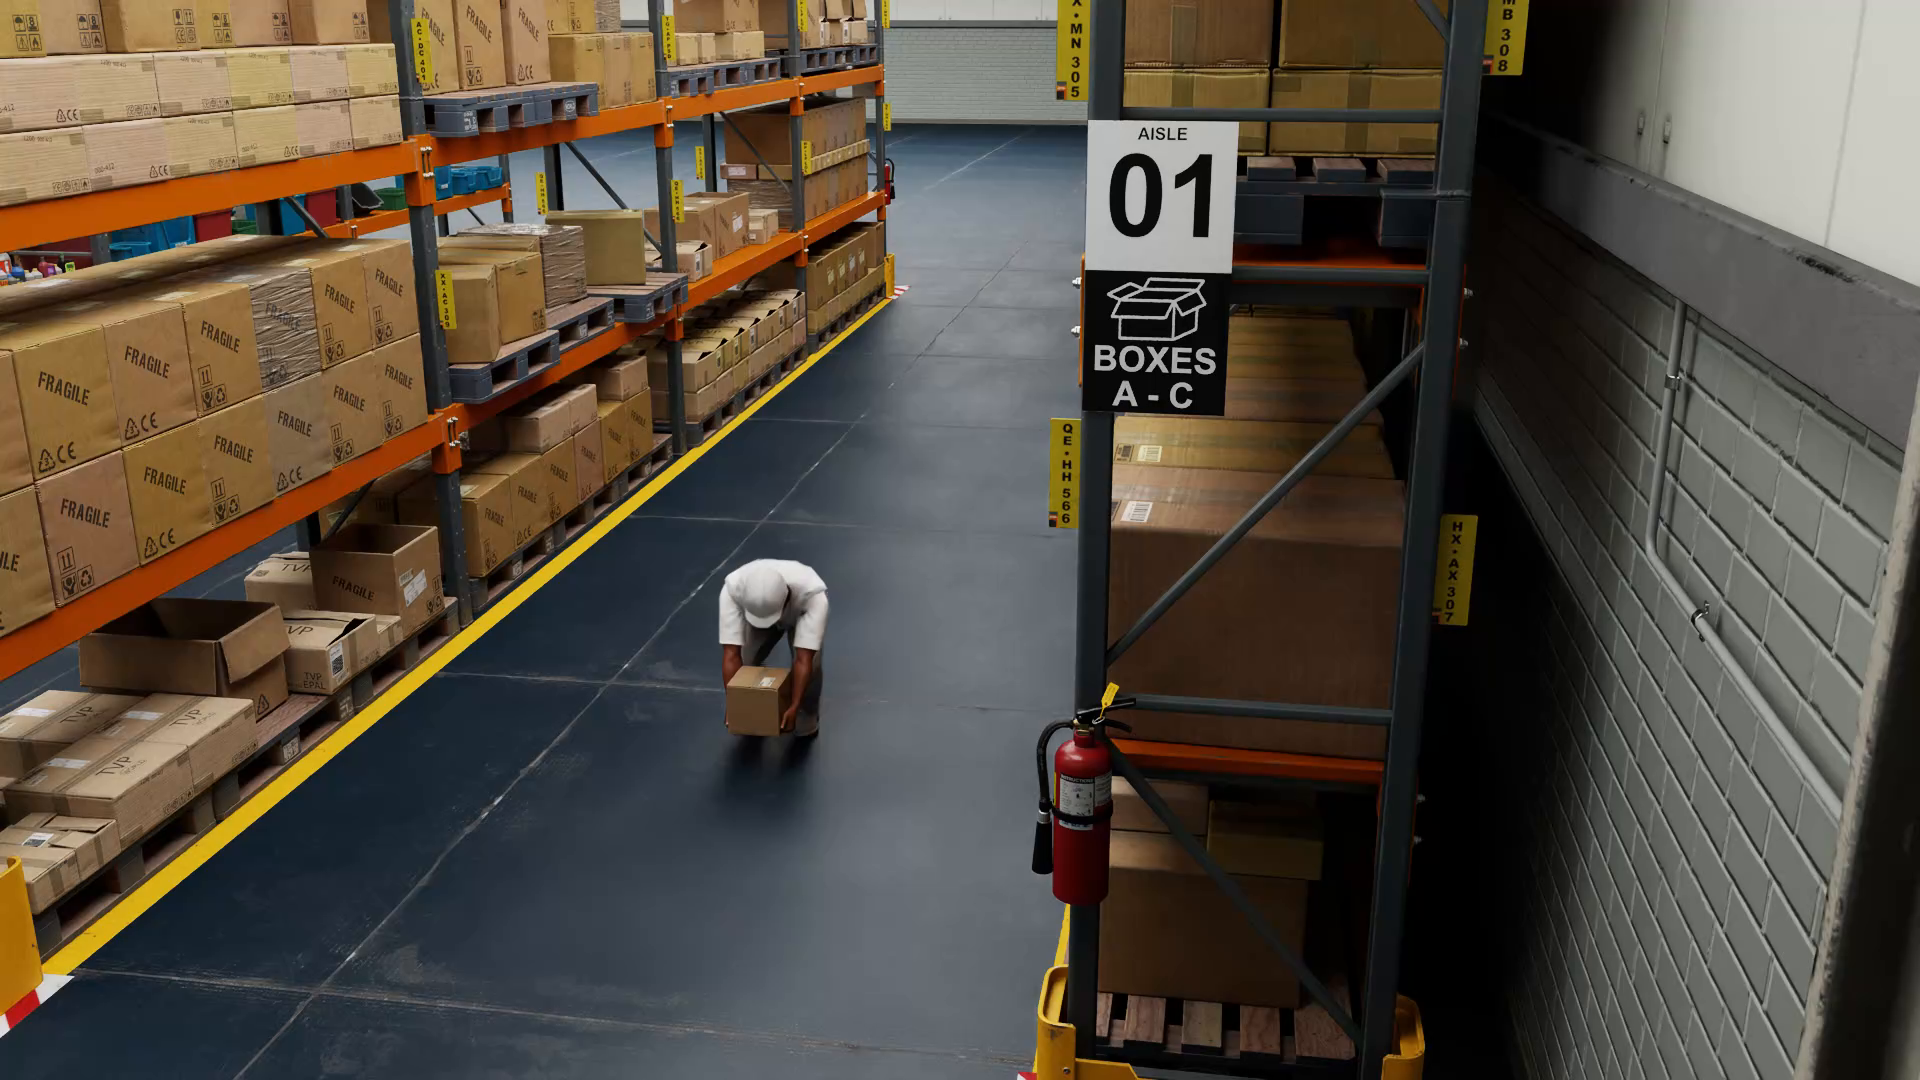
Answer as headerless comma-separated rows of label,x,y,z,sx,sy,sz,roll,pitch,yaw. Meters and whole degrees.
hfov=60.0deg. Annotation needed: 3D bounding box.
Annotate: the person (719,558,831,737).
person,-0.882,0.501,8.202,0.532,1.008,0.919,2,18,7
